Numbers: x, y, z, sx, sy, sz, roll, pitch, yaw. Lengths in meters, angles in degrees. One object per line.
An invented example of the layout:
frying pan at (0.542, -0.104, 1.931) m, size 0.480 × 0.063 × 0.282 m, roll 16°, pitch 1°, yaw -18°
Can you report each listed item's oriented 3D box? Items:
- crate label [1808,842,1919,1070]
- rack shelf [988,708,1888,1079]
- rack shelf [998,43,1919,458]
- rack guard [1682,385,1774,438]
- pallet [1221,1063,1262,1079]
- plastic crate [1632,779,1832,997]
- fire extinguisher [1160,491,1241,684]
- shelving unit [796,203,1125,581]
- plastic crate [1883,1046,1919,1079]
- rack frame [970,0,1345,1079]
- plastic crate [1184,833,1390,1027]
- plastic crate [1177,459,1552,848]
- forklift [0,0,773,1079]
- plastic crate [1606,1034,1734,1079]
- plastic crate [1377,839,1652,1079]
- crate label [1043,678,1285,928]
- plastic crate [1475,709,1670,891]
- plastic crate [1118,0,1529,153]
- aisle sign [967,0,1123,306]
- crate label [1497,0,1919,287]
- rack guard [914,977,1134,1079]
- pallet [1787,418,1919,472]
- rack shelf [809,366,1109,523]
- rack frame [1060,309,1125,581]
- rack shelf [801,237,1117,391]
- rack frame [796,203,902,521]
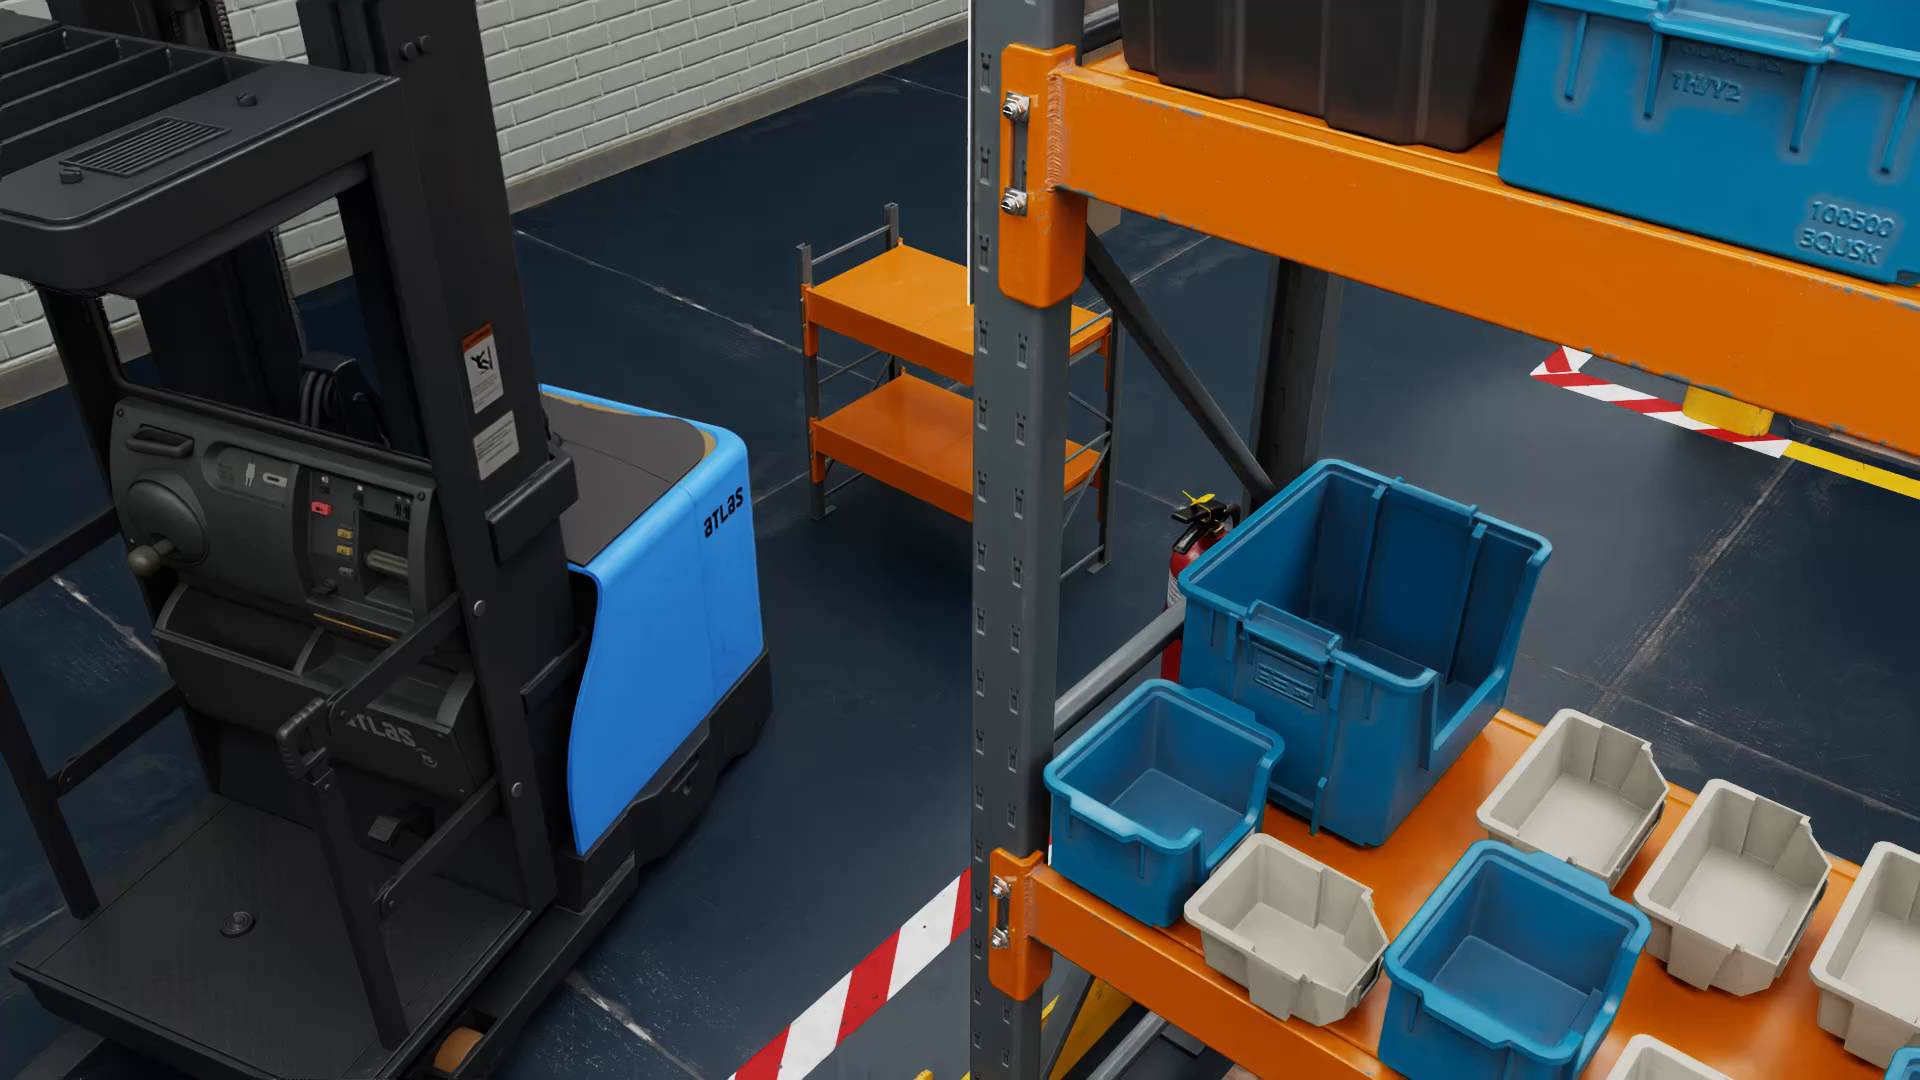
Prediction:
crate label at (1.570, 0.705, 2.753) m, size 0.243 × 0.136 × 0.396 m, roll 25°, pitch 42°, yaw 32°
rack shelf at (1.921, 1.224, 2.453) m, size 4.000 × 0.370 × 1.077 m, roll 25°, pitch 42°, yaw 32°
rack shelf at (1.921, -0.012, 1.604) m, size 4.000 × 0.370 × 1.077 m, roll 25°, pitch 42°, yaw 32°
rack guard at (3.535, -0.930, 7.162) m, size 0.348 × 0.500 × 1.175 m, roll 25°, pitch 42°, yaw 32°
pallet at (0.993, 1.668, 3.634) m, size 1.213 × 0.211 × 1.003 m, roll 25°, pitch 42°, yaw 32°
plastic crate at (1.340, 0.615, 2.885) m, size 0.243 × 0.136 × 0.396 m, roll 25°, pitch 42°, yaw 32°
fire extinguisher at (0.559, 0.137, 3.799) m, size 0.183 × 0.674 × 0.296 m, roll 25°, pitch 42°, yaw 32°
shelving unit at (-0.005, -0.466, 5.935) m, size 1.048 × 1.125 × 0.538 m, roll 25°, pitch 42°, yaw 32°
plastic crate at (1.375, 0.957, 2.302) m, size 0.300 × 0.233 × 0.416 m, roll 25°, pitch 42°, yaw 32°
rack frame at (0.384, 0.203, 3.304) m, size 0.127 × 3.000 × 1.000 m, roll 25°, pitch 42°, yaw 32°
plastic crate at (0.557, 0.672, 2.802) m, size 0.298 × 0.136 × 0.250 m, roll 25°, pitch 42°, yaw 32°
plastic crate at (0.761, 0.204, 3.219) m, size 0.499 × 0.435 × 0.616 m, roll 25°, pitch 42°, yaw 32°
forklift at (-1.666, 0.013, 3.643) m, size 1.130 × 2.935 × 3.031 m, roll 14°, pitch 37°, yaw 20°
plastic crate at (1.078, 0.918, 2.444) m, size 0.298 × 0.136 × 0.250 m, roll 25°, pitch 42°, yaw 32°
plastic crate at (0.869, 0.719, 2.649) m, size 0.300 × 0.233 × 0.416 m, roll 25°, pitch 42°, yaw 32°
crate label at (0.363, 0.480, 2.996) m, size 0.303 × 0.233 × 0.416 m, roll 25°, pitch 42°, yaw 32°
plastic crate at (1.127, 0.504, 3.047) m, size 0.243 × 0.136 × 0.396 m, roll 25°, pitch 42°, yaw 32°
plastic crate at (0.502, -0.719, 2.113) m, size 0.590 × 0.269 × 0.497 m, roll 25°, pitch 42°, yaw 32°
aisle sign at (0.139, -0.765, 2.418) m, size 0.004 × 0.787 × 0.394 m, roll 25°, pitch 42°, yaw 32°
crate label at (0.886, -0.497, 1.806) m, size 0.502 × 0.251 × 0.408 m, roll 25°, pitch 42°, yaw 32°
rack guard at (0.357, 1.231, 4.016) m, size 0.348 × 0.500 × 1.175 m, roll 25°, pitch 42°, yaw 32°
pallet at (4.218, -0.547, 6.859) m, size 1.213 × 0.211 × 1.003 m, roll 25°, pitch 42°, yaw 32°
rack shelf at (-0.005, -0.265, 6.074) m, size 1.000 × 0.278 × 0.538 m, roll 25°, pitch 42°, yaw 32°
rack frame at (0.385, -0.282, 5.667) m, size 0.032 × 1.125 × 0.500 m, roll 25°, pitch 42°, yaw 32°
rack shelf at (-0.005, -0.707, 5.769) m, size 1.000 × 0.278 × 0.538 m, roll 25°, pitch 42°, yaw 32°
rack frame at (-0.396, -0.650, 6.203) m, size 0.032 × 1.125 × 0.500 m, roll 25°, pitch 42°, yaw 32°
